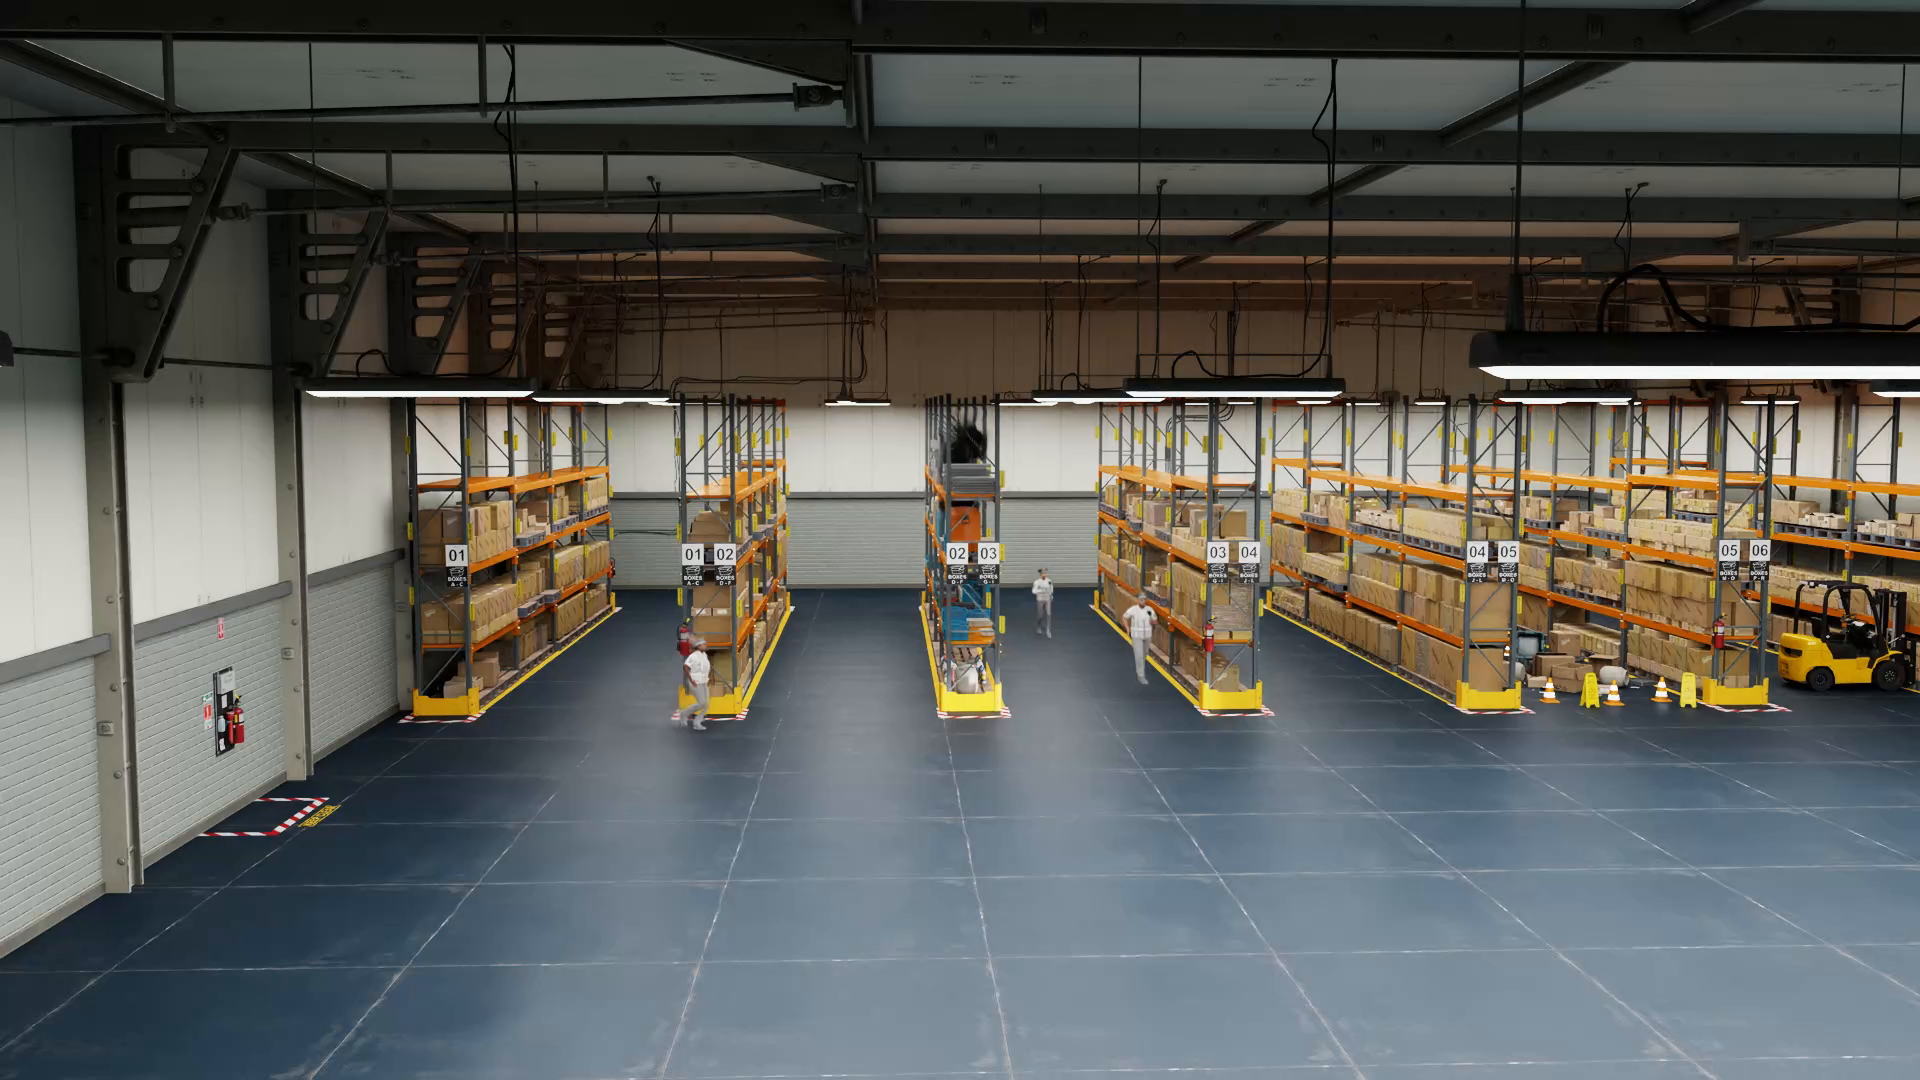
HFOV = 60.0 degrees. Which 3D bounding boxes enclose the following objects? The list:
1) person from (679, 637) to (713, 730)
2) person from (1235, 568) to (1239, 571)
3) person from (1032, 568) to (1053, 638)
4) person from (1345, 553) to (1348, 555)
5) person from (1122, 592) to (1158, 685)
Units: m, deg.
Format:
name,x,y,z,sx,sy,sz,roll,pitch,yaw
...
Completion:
name,x,y,z,sx,sy,sz,roll,pitch,yaw
person,-4.692,2.552,29.788,0.522,1.645,0.635,2,5,21
person,7.676,1.085,48.054,0.753,1.681,0.771,2,5,27
person,2.100,1.564,41.812,0.602,1.729,0.811,-1,5,-12
person,10.857,1.169,46.381,0.675,1.820,0.874,-1,5,-7
person,3.609,1.942,32.928,0.662,1.828,0.891,-1,5,-15
